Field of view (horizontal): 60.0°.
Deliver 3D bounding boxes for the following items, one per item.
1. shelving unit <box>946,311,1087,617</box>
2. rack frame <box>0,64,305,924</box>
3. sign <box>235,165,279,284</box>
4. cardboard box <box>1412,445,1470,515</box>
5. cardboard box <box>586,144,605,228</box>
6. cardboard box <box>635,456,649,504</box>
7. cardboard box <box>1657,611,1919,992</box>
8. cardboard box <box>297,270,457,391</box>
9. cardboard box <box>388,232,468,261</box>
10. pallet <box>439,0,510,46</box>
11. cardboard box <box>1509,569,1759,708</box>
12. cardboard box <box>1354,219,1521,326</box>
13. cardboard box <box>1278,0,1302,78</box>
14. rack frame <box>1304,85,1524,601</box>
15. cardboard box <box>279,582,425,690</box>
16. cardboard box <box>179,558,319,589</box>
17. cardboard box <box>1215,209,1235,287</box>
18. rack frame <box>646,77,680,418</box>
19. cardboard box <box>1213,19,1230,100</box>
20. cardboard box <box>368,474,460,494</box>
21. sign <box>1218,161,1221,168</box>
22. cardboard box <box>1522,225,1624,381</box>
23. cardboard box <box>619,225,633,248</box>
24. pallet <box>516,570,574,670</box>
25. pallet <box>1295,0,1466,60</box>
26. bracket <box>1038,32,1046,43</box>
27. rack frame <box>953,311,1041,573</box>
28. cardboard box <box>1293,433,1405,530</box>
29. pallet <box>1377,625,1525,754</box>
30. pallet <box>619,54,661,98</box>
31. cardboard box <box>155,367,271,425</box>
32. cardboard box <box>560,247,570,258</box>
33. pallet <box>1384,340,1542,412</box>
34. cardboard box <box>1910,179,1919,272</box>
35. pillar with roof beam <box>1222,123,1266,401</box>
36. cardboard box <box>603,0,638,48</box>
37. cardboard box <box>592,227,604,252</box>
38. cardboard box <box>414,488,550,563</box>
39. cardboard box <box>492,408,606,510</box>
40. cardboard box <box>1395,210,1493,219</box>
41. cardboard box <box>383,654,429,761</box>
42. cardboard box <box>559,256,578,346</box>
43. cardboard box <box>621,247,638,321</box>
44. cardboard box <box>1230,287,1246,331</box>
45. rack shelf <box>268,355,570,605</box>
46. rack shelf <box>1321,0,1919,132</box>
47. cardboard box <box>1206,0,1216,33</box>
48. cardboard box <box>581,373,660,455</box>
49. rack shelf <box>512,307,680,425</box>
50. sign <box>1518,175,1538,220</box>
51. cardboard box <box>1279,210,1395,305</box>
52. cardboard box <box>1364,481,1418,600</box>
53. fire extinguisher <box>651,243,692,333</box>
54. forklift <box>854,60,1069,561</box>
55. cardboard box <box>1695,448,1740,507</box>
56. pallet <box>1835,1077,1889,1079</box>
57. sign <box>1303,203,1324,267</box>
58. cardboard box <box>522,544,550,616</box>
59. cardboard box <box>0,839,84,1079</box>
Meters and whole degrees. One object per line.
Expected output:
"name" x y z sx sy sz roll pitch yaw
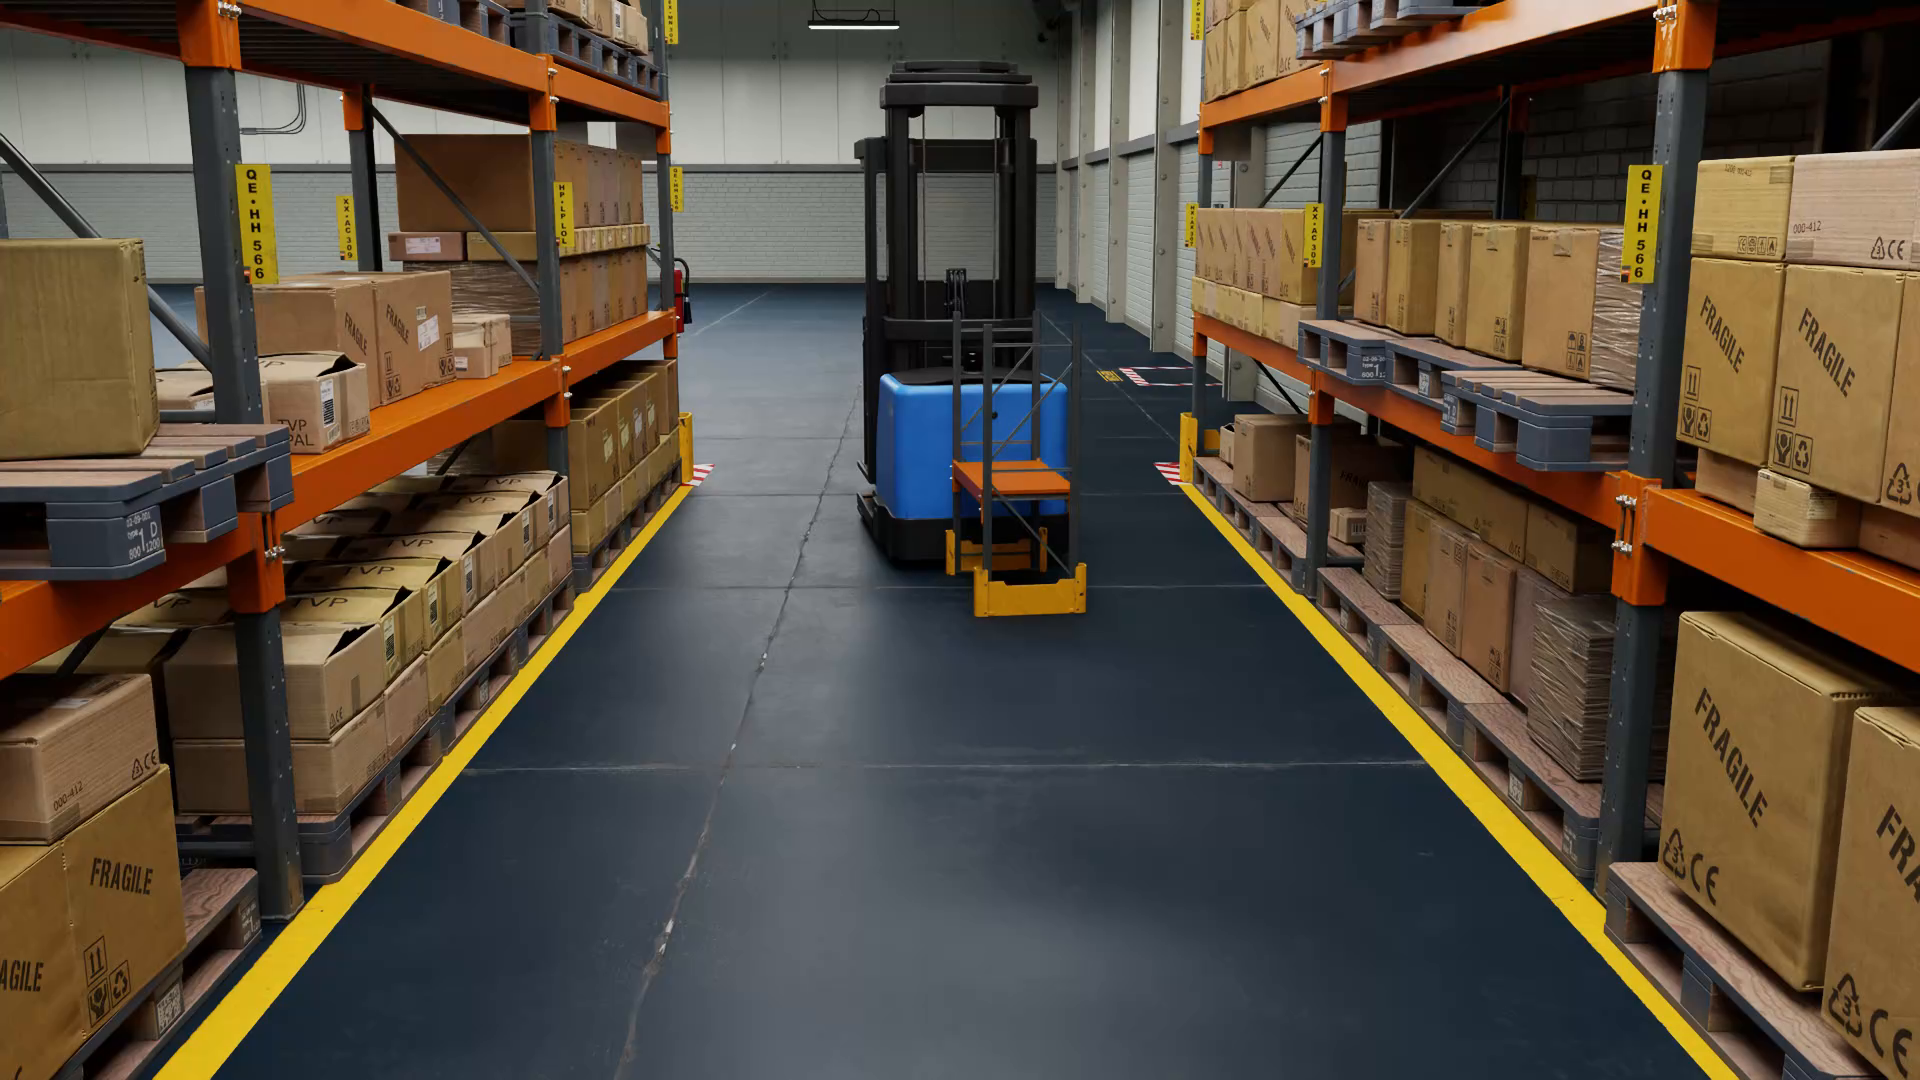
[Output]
"shelving unit" 0.288 -0.451 9.011 0.587 1.500 1.083 -2 12 -9
"rack frame" -2.493 -0.341 4.695 1.000 3.000 0.127 0 11 -1
"sign" -1.951 -0.874 4.608 0.100 0.325 0.005 0 11 -1
"cardboard box" 2.421 -0.281 7.696 0.500 0.250 0.500 0 11 -2
"cardboard box" -2.622 -2.208 10.385 0.700 0.500 0.500 0 11 -1
"cardboard box" -2.309 -0.386 10.776 0.500 0.250 0.500 0 11 -1
"cardboard box" 2.344 0.633 4.248 0.750 0.750 0.750 0 11 -2
"cardboard box" -2.565 -0.928 7.335 0.500 0.500 0.500 1 11 3
"cardboard box" -2.795 -1.556 8.802 0.380 0.149 0.250 0 11 -1
"pallet" -2.544 -2.337 7.471 0.805 0.209 1.217 -1 11 -3
"cardboard box" 2.498 0.402 6.215 0.700 0.500 0.500 0 11 -1
"cardboard box" 2.353 -1.320 8.165 0.700 0.500 0.500 0 11 -1
"cardboard box" 2.122 -2.886 9.393 0.500 0.500 0.500 -1 12 -6
"rack frame" 2.377 -1.157 8.718 1.000 3.000 0.127 0 11 -1
"cardboard box" -2.229 0.316 5.904 0.500 0.311 0.500 -1 11 -3
"cardboard box" -2.775 0.219 6.383 0.500 0.311 0.500 0 11 -2
"cardboard box" 2.008 -1.959 11.111 0.500 0.500 0.500 -1 11 -3
"rack frame" -2.658 -1.931 12.533 1.000 3.000 0.127 0 11 -1
"cardboard box" 2.027 -3.307 11.468 0.500 0.500 0.500 1 11 3
"cardboard box" -2.816 -0.186 8.380 0.500 0.311 0.500 0 11 -1
"sign" 3.136 -4.639 20.050 0.001 0.298 0.199 0 11 -1
"cardboard box" 2.401 -0.831 5.752 0.700 0.500 0.500 -1 12 -7
"cardboard box" -2.445 -2.070 11.335 0.380 0.149 0.250 0 11 0
"pallet" -2.521 0.377 8.170 1.003 0.211 1.213 0 11 -1
"pallet" 2.283 -2.412 7.831 1.213 0.211 1.003 0 11 -1
"bracket" 2.141 -13.036 43.131 0.235 0.232 0.430 0 11 -1
"rack frame" 0.208 -0.553 9.512 0.500 1.500 0.032 -2 12 -9
"cardboard box" 2.315 -0.354 9.939 0.500 0.500 0.500 -1 12 -5
"pallet" 2.423 0.607 7.034 1.003 0.211 1.213 0 11 -1
"pallet" -2.670 -3.217 11.551 1.003 0.211 1.213 0 11 -1
"cardboard box" -2.457 -0.370 5.061 0.500 0.311 0.500 0 11 2
"cardboard box" -2.400 -1.658 9.306 0.380 0.149 0.250 -1 11 -3
"pallet" 2.378 -0.661 6.757 1.003 0.211 1.213 0 11 -1
"cardboard box" 2.237 -0.637 3.216 0.500 0.250 0.500 0 11 -1
"pillar with roof beam" -1.255 -5.932 17.164 9.100 9.000 0.400 0 11 -1
"cardboard box" -2.359 -3.294 10.521 0.500 0.311 0.500 1 12 6
"cardboard box" -2.423 -1.865 10.325 0.380 0.149 0.250 0 11 -2
"cardboard box" -2.264 -0.086 7.889 0.500 0.311 0.500 0 11 0
"cardboard box" -2.272 -0.455 9.232 0.500 0.500 0.500 0 11 -1
"cardboard box" 2.576 -1.555 9.121 0.500 0.500 0.500 -1 11 -2
"cardboard box" -2.221 0.596 5.938 0.500 0.250 0.500 -1 11 -3
"cardboard box" -2.609 -1.378 9.555 0.700 0.500 0.500 0 11 -2
"cardboard box" -2.646 -1.783 11.551 0.700 0.500 0.500 0 11 0
"cardboard box" 2.025 -1.485 10.663 0.500 0.250 0.500 0 11 -1
"rack shelf" -2.534 -0.386 6.726 1.077 0.370 4.000 0 11 -1
"rack shelf" 2.418 -1.877 6.532 1.077 0.370 4.000 0 11 -1
"cardboard box" 2.059 -3.893 11.845 0.500 0.500 0.500 -1 12 -5
"cardboard box" -2.314 -0.853 11.192 0.500 0.500 0.500 0 11 -1
"rack shelf" -2.617 -1.181 10.645 1.077 0.370 4.000 0 11 -1
"sign" 2.932 -1.727 8.618 0.100 0.325 0.005 0 11 -1
"cardboard box" 2.058 -1.554 9.113 0.500 0.500 0.500 0 11 -1
"cardboard box" 2.409 -0.001 8.202 0.700 0.500 0.500 0 11 1
"fire extinguisher" -2.196 -1.919 12.666 0.296 0.674 0.183 0 11 -1
"forklift" -0.099 -1.560 10.877 1.130 2.935 3.031 -2 12 -9
"cardboard box" 2.235 -0.182 4.495 0.380 0.149 0.250 0 11 -2
"pallet" 2.423 1.404 3.110 1.003 0.211 1.213 0 11 -1
"sign" 1.835 -1.578 8.613 0.100 0.325 0.005 0 11 -1
"cardboard box" -2.269 0.188 7.950 0.500 0.250 0.500 0 11 -2
"cardboard box" -2.229 0.956 3.481 0.500 0.500 0.500 -1 11 -3
